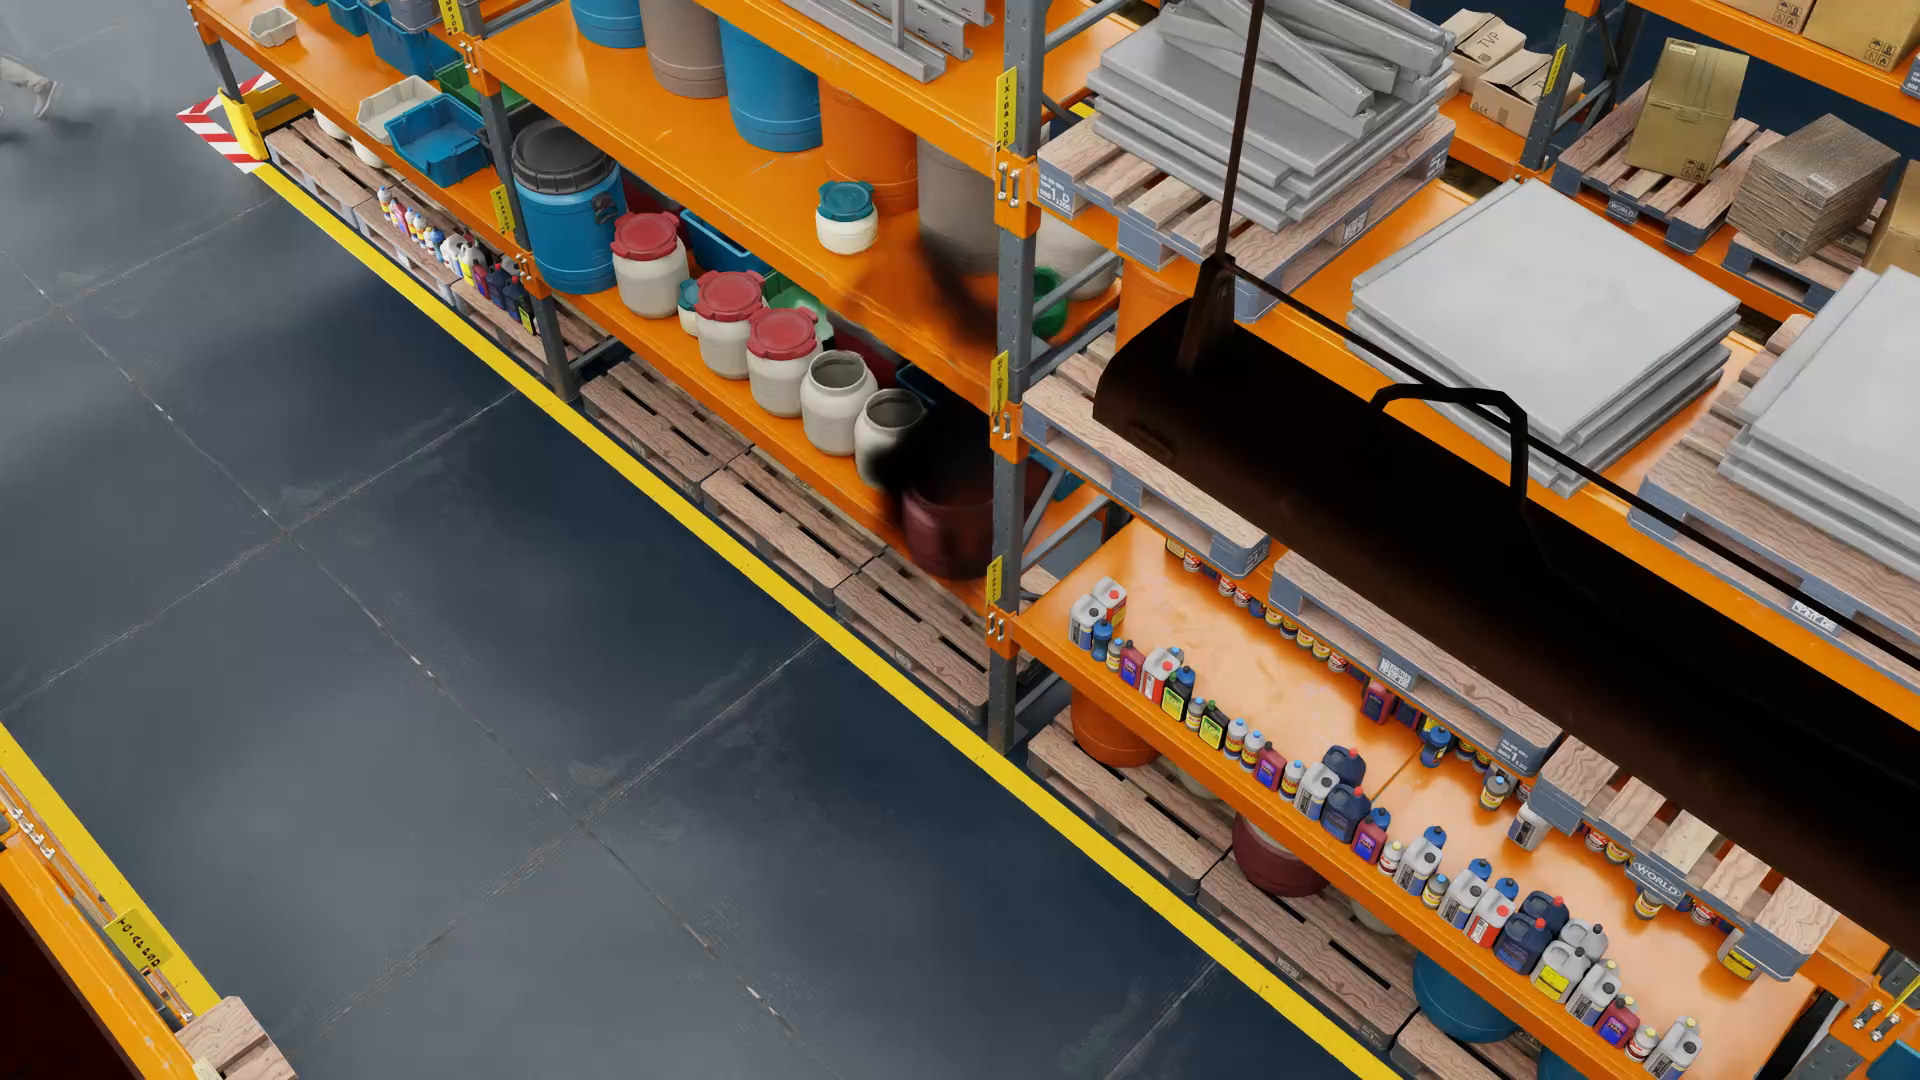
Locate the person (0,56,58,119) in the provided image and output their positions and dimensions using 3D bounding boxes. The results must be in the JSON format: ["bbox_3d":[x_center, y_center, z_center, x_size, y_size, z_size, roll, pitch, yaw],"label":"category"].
[{"bbox_3d":[-7.512,-3.913,12.546,0.831,1.753,0.610,-20,53,-16],"label":"person"}]
